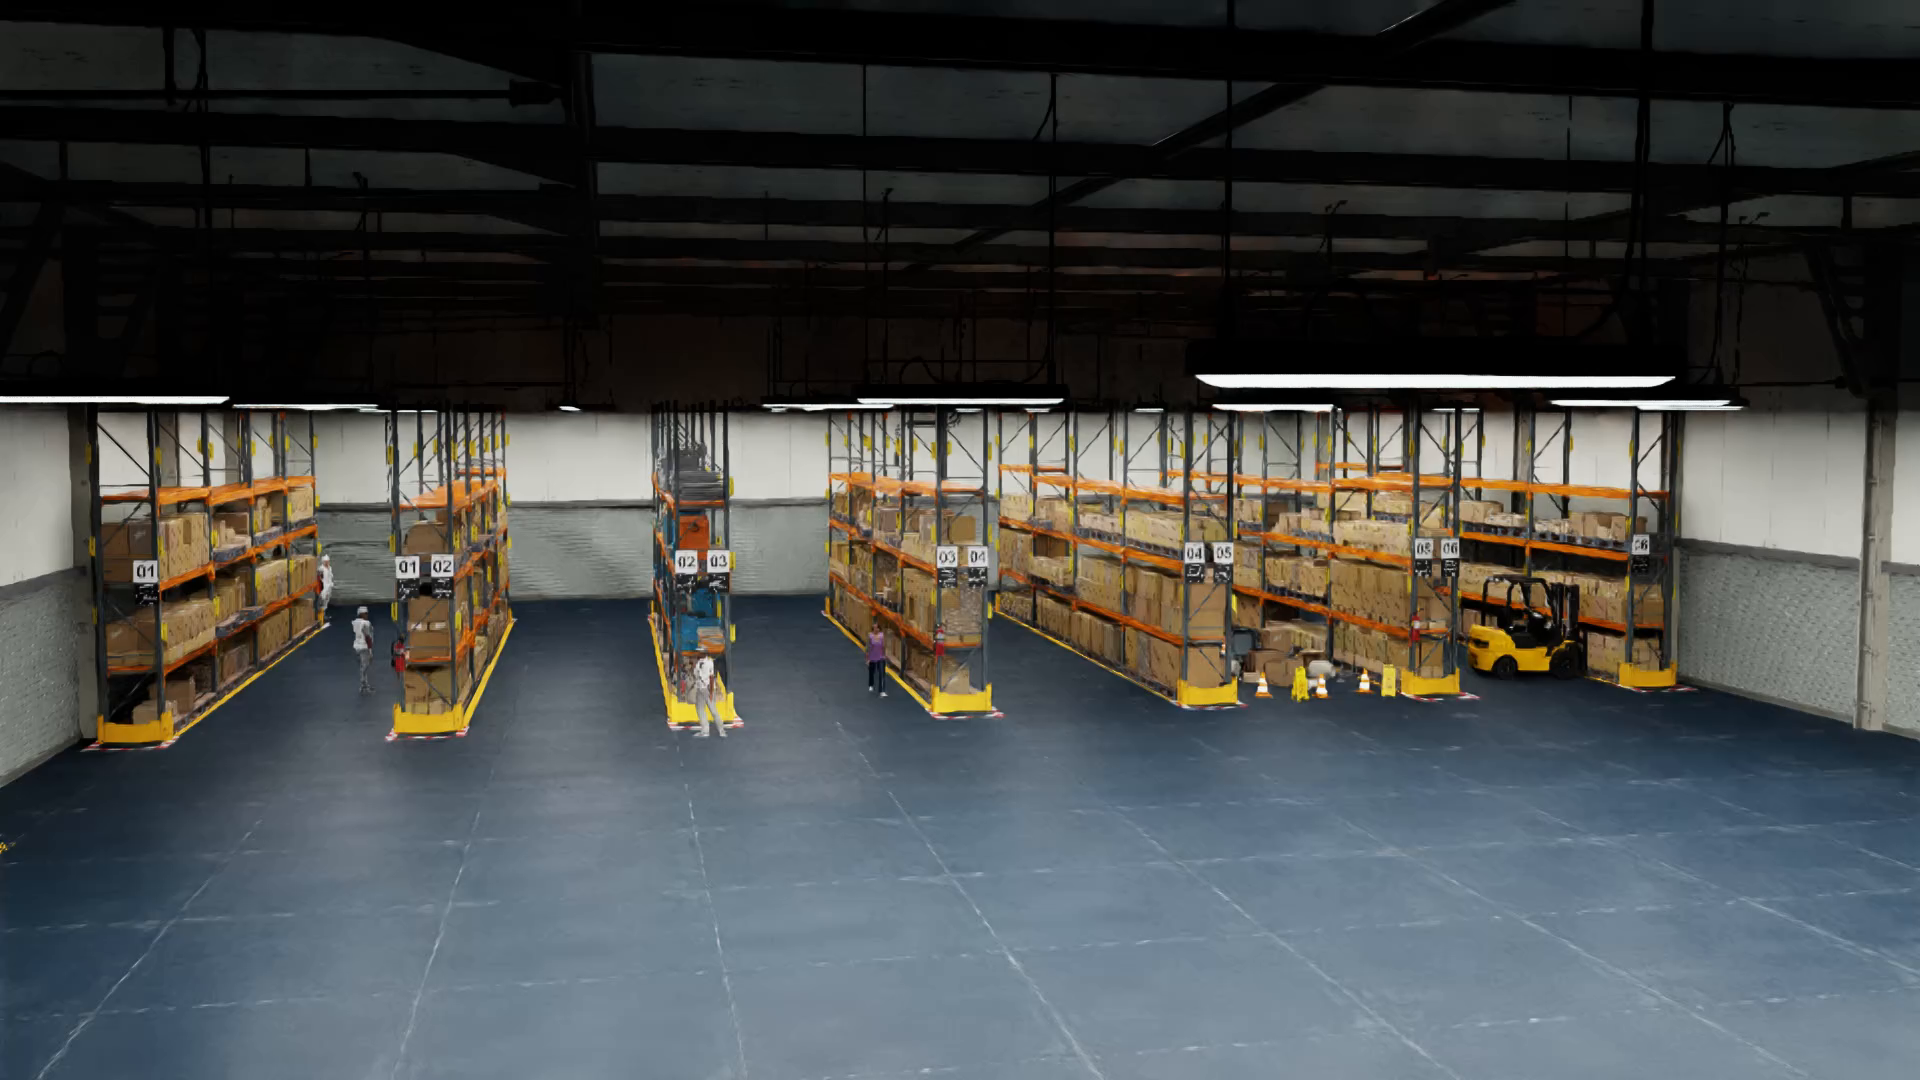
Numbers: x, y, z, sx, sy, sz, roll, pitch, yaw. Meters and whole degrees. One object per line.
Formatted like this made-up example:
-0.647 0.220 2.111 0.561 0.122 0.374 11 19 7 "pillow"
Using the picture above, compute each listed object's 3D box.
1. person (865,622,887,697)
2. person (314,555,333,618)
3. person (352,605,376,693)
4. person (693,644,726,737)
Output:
-1.722 2.401 33.833 0.416 1.517 1.036 -1 4 -9 "person"
-17.848 1.316 46.544 0.460 1.780 0.704 2 5 19 "person"
-12.232 2.235 34.234 0.456 1.786 0.620 -4 6 -43 "person"
-4.460 2.677 29.589 0.523 1.656 0.570 -3 5 -38 "person"
